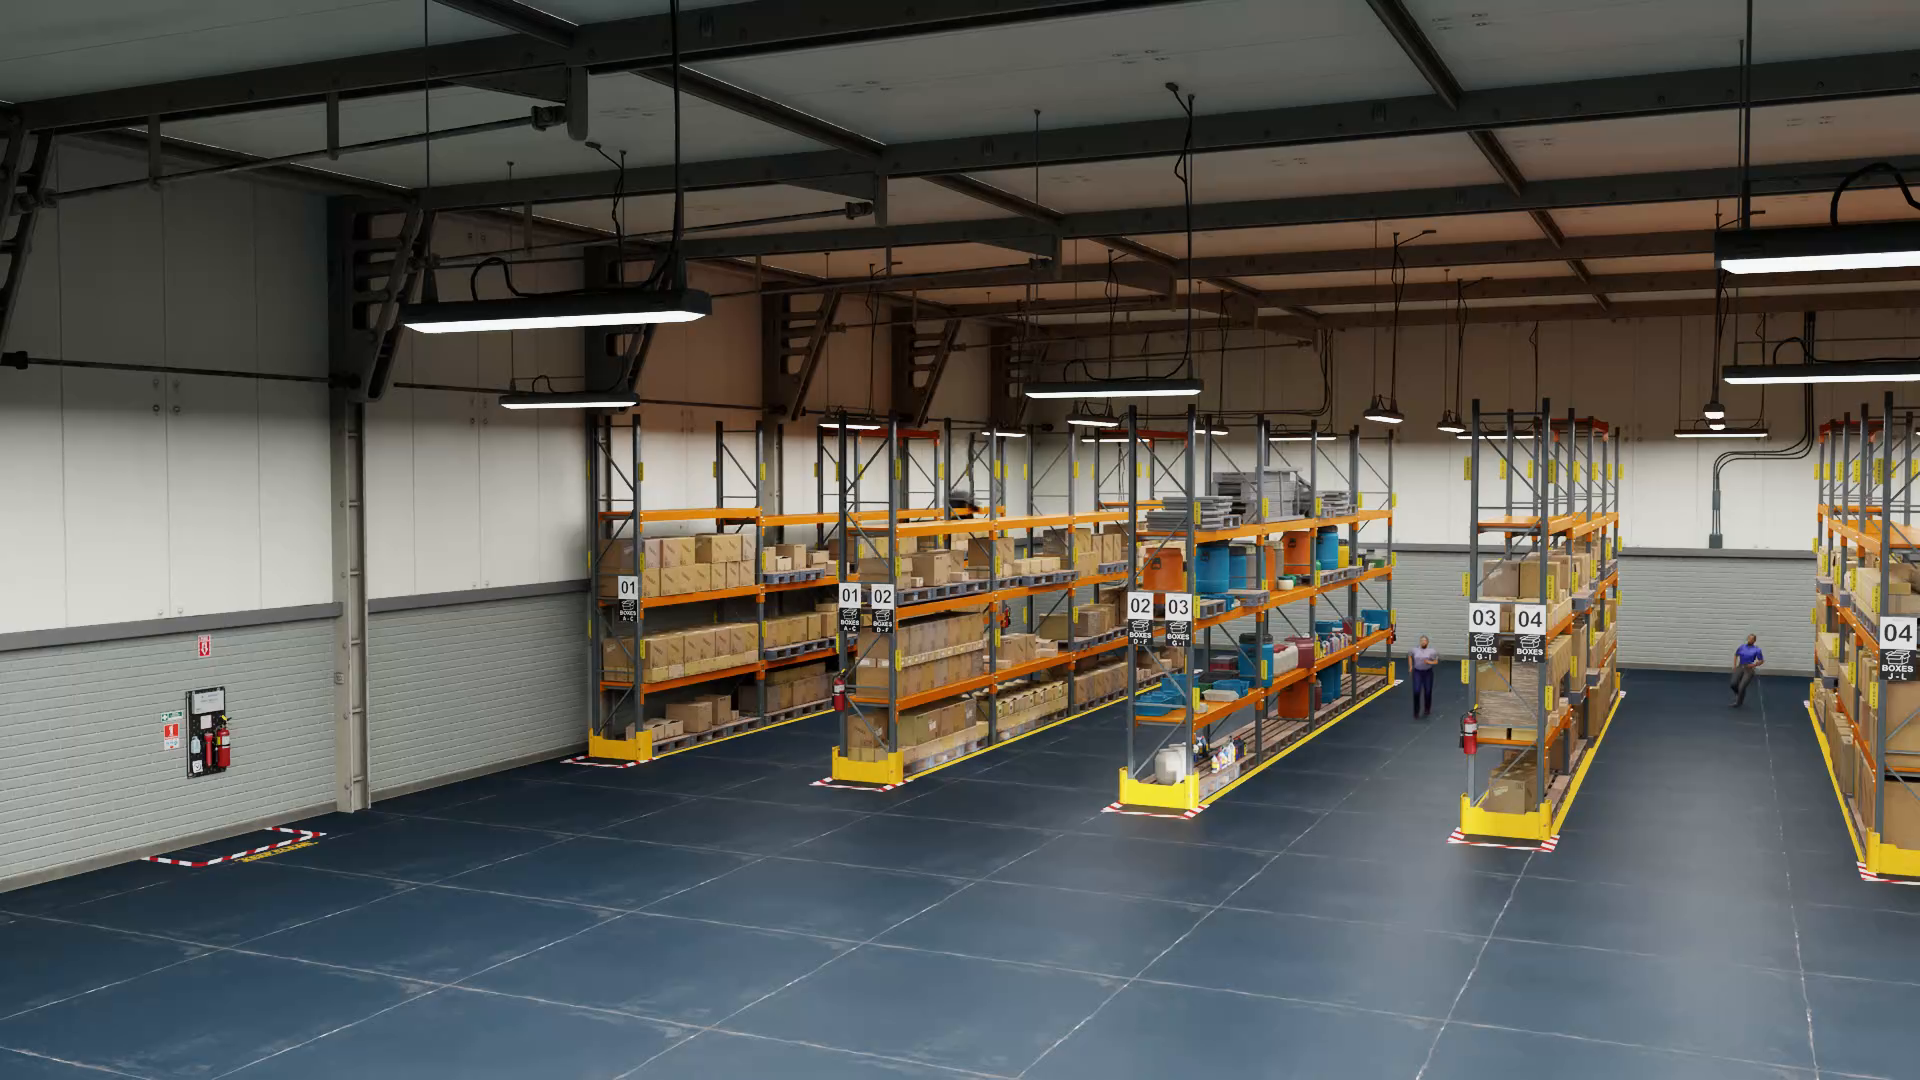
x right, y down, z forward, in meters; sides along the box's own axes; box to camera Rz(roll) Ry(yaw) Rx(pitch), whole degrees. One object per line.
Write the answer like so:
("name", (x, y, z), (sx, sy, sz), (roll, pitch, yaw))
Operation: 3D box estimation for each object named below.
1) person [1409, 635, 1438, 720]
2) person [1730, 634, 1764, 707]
("person", (9.421, 2.798, 33.819), (0.582, 1.696, 0.767), (1, 2, 17))
("person", (16.645, 2.769, 35.210), (0.654, 1.573, 0.486), (2, 3, 44))
